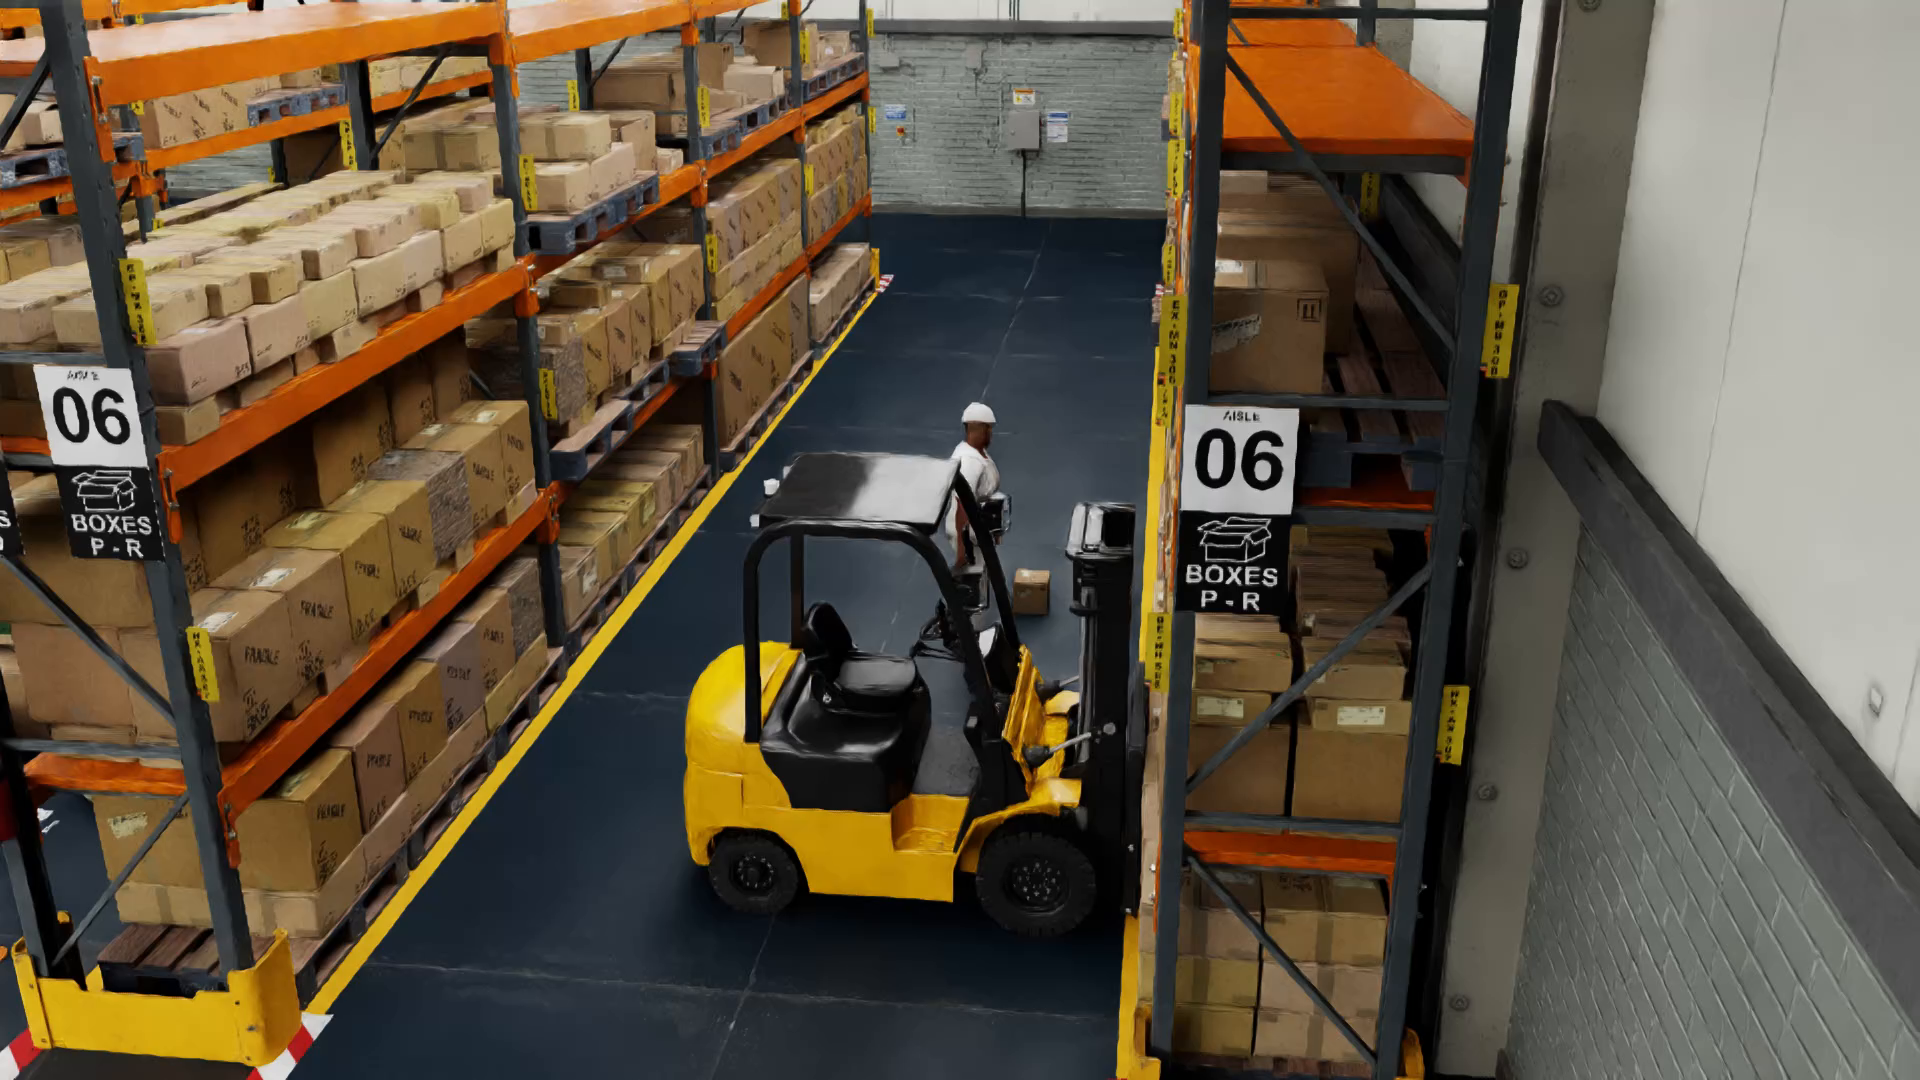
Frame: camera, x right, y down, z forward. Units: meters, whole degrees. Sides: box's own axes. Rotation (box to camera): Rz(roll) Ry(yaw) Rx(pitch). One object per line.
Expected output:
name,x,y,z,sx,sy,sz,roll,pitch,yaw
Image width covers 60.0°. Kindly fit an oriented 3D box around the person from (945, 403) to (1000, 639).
person,0.145,-0.034,11.177,0.563,1.758,0.678,5,22,13
